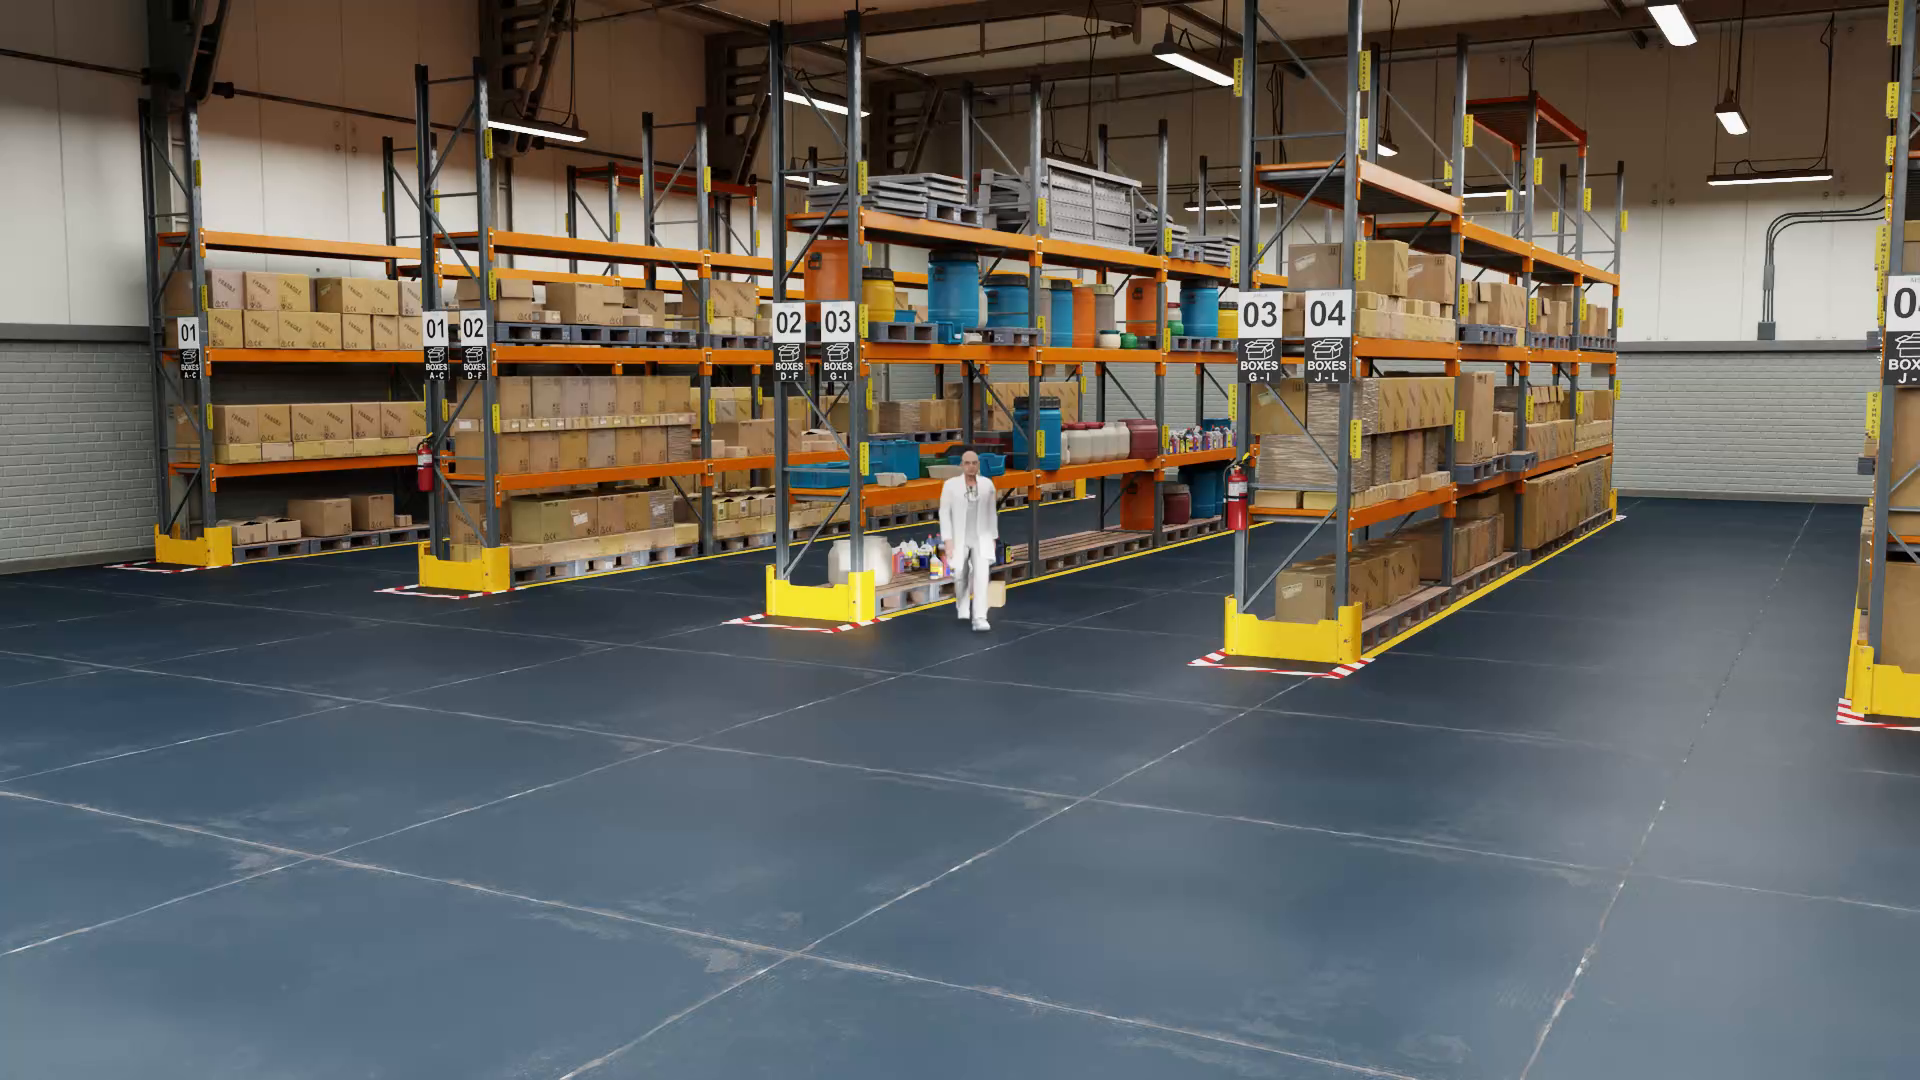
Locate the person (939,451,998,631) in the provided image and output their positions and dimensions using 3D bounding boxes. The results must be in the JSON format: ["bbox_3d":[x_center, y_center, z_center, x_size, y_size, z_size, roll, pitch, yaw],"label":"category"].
[{"bbox_3d":[0.089,-0.006,16.157,0.591,1.717,1.165,0,6,-3],"label":"person"}]
